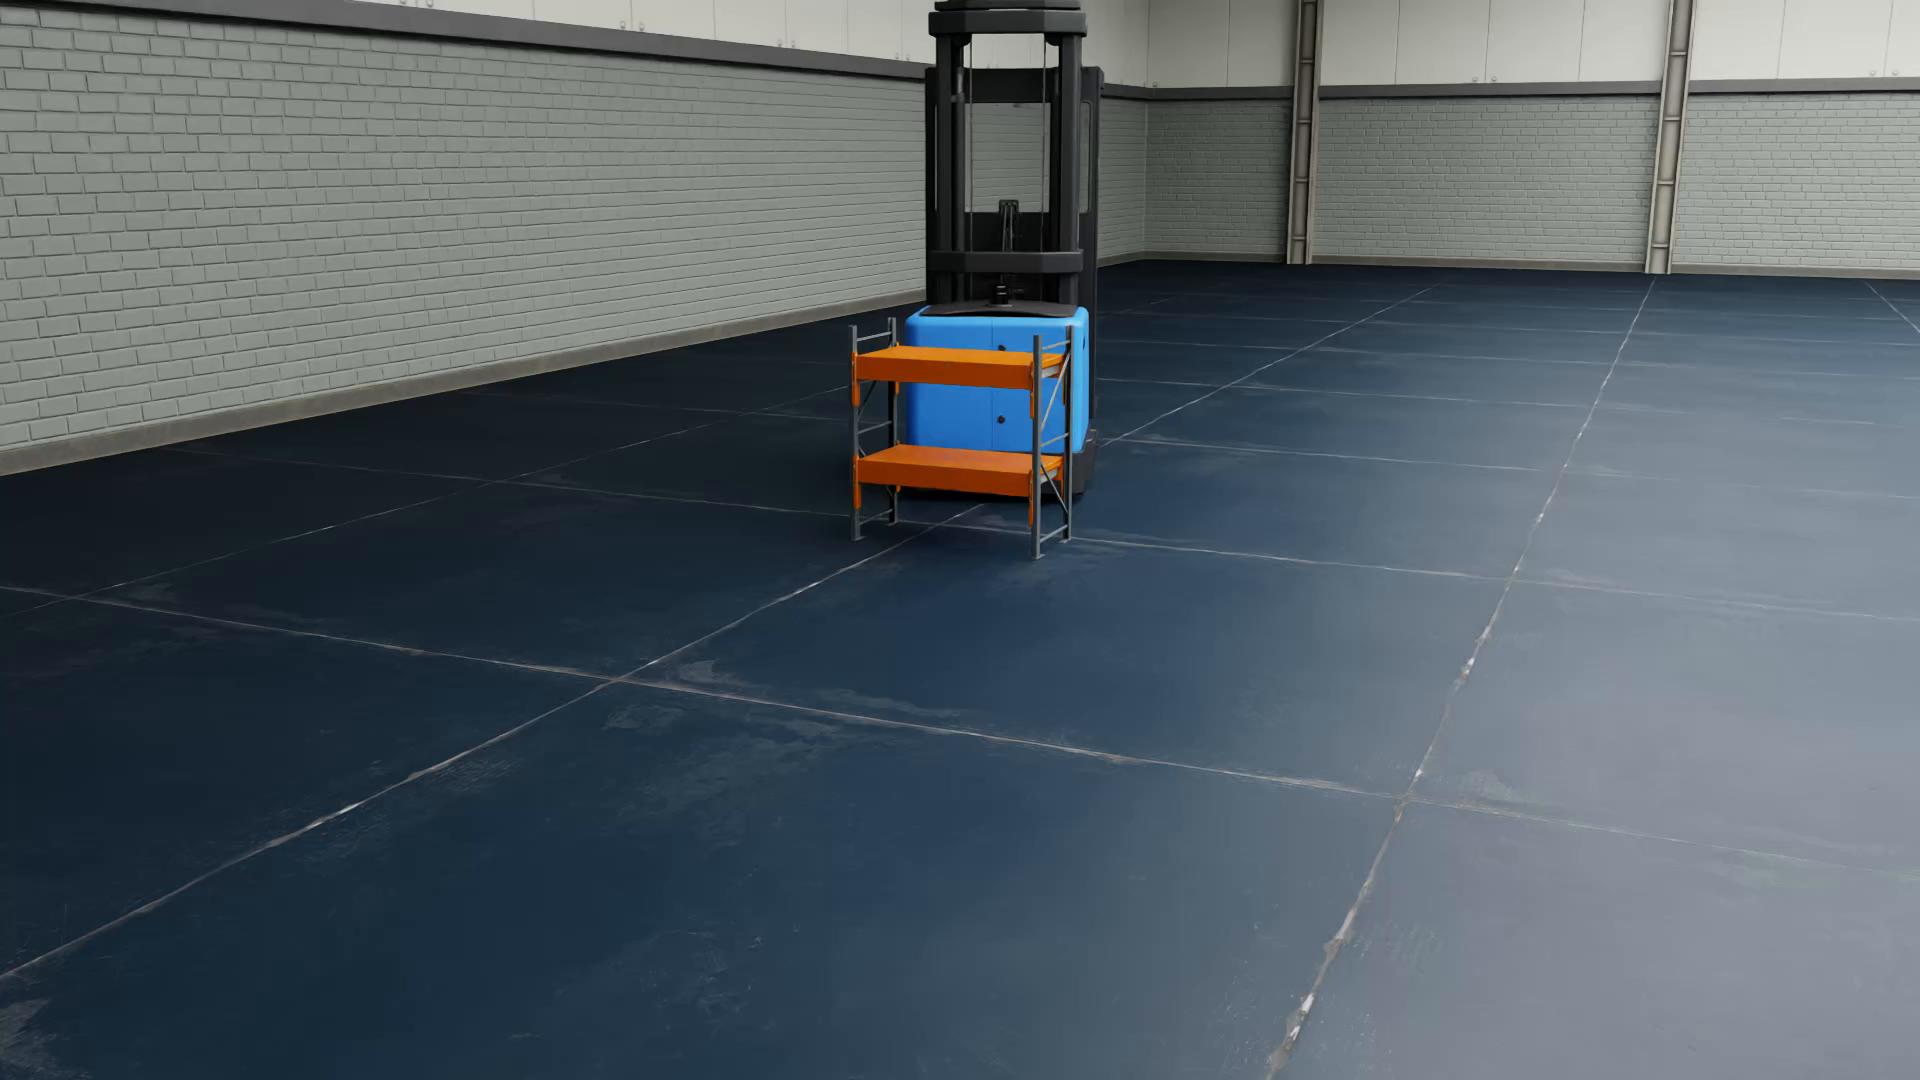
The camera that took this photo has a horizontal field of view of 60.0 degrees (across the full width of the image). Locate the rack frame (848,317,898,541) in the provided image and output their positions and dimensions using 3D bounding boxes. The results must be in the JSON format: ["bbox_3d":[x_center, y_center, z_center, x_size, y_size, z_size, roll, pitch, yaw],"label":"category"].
[{"bbox_3d":[-0.459,-0.594,8.824,0.032,1.125,0.500,6,14,23],"label":"rack frame"}]

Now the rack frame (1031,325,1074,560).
[{"bbox_3d":[0.471,-0.500,8.423,0.032,1.125,0.500,6,14,23],"label":"rack frame"}]

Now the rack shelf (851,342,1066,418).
[{"bbox_3d":[0.006,-0.832,8.557,1.000,0.278,0.538,6,14,23],"label":"rack shelf"}]

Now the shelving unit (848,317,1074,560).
[{"bbox_3d":[0.006,-0.547,8.624,1.048,1.125,0.538,6,14,23],"label":"shelving unit"}]

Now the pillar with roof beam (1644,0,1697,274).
[{"bbox_3d":[9.868,-7.922,22.816,0.400,9.000,9.100,6,14,23],"label":"pillar with roof beam"}]

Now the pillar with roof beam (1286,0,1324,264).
[{"bbox_3d":[4.382,-8.477,25.182,0.400,9.000,9.100,6,14,23],"label":"pillar with roof beam"}]

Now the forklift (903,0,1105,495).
[{"bbox_3d":[0.355,-1.972,10.745,1.130,2.935,3.031,2,13,6],"label":"forklift"}]

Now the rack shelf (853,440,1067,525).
[{"bbox_3d":[0.006,-0.309,8.680,1.000,0.278,0.538,6,14,23],"label":"rack shelf"}]
